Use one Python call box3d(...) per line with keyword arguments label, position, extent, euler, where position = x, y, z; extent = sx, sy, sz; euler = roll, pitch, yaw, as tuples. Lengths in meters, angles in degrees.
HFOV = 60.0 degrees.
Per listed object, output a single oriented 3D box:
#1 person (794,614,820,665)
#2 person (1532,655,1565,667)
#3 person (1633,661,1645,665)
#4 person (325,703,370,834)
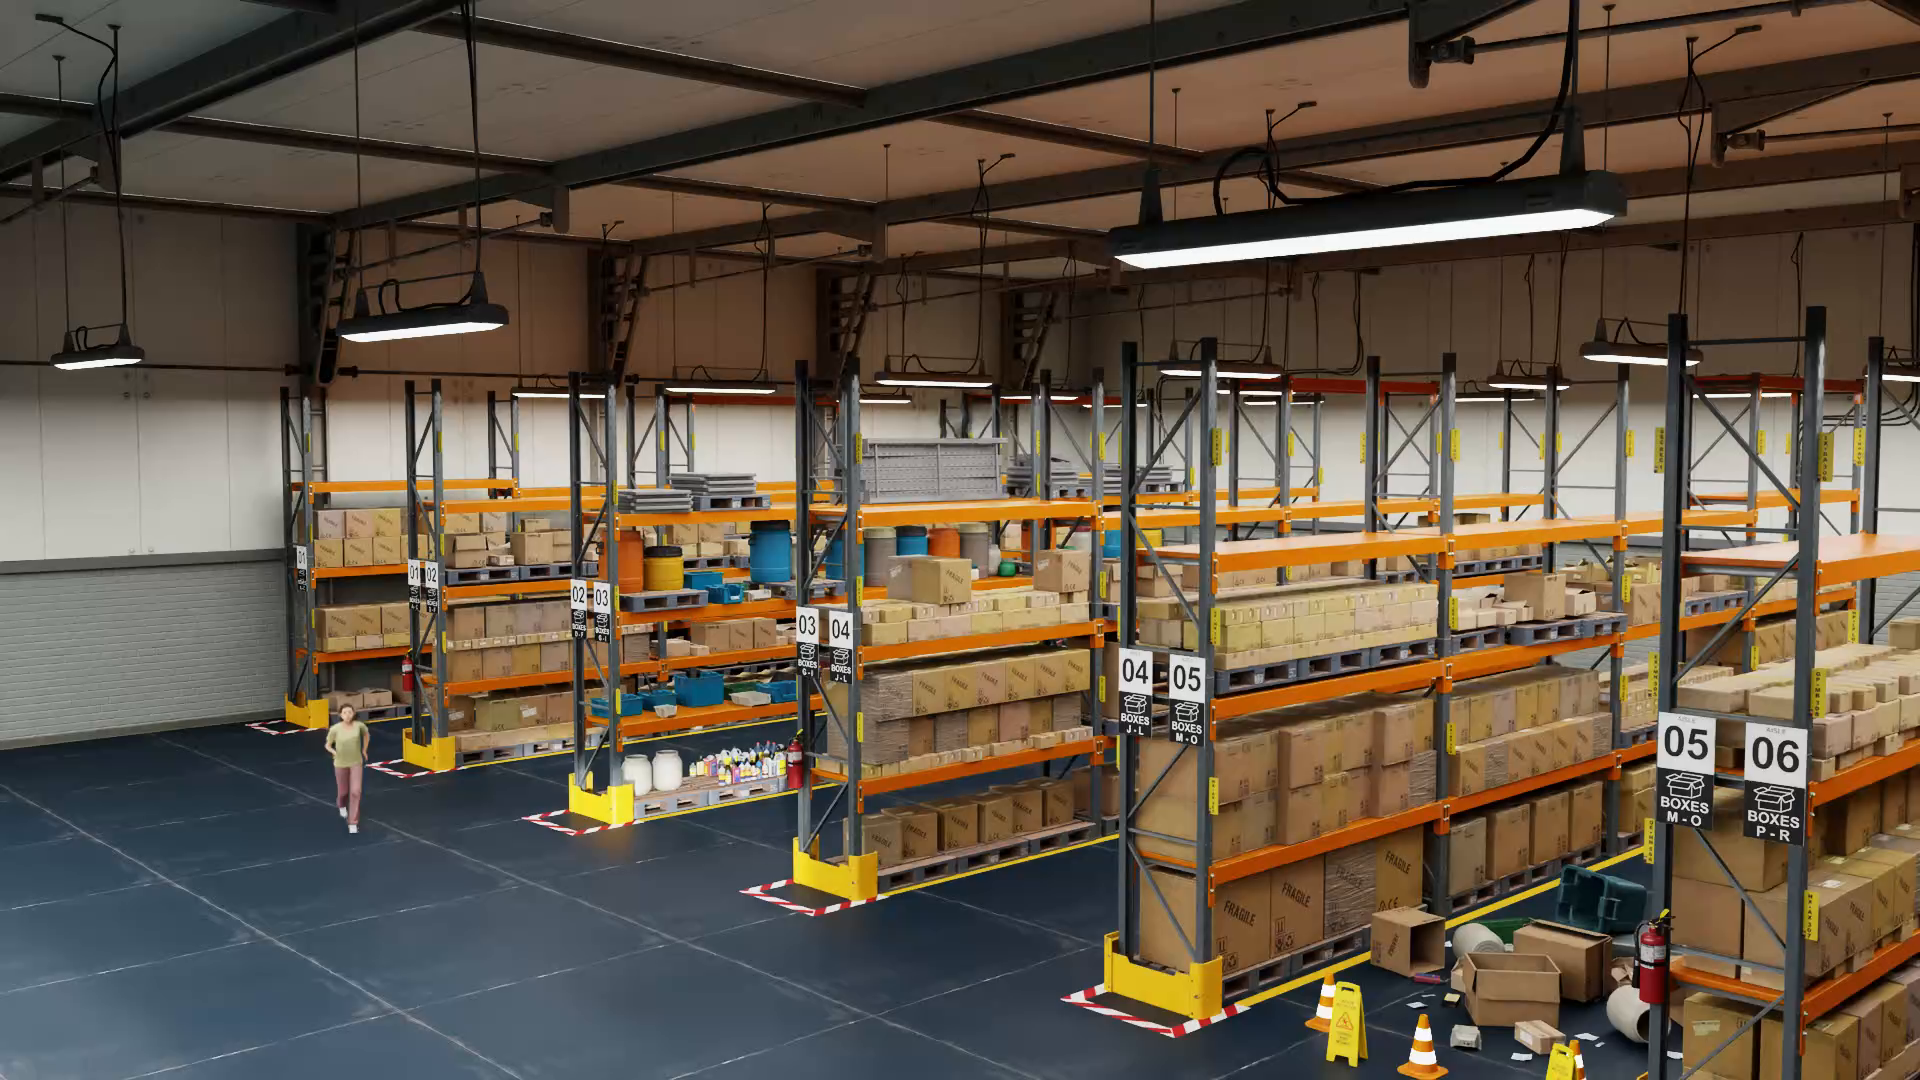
box3d(label="person", position=(-3.131, 1.837, 34.253), extent=(0.566, 1.697, 0.888), euler=(3, 5, 37))
box3d(label="person", position=(9.467, 2.606, 26.826), extent=(0.763, 1.775, 0.638), euler=(-3, 5, -43))
box3d(label="person", position=(10.529, 2.694, 25.624), extent=(0.751, 1.653, 0.600), euler=(-3, 5, -37))
box3d(label="person", position=(-8.001, 2.943, 21.749), extent=(0.562, 1.656, 0.926), euler=(-2, 4, -24))
